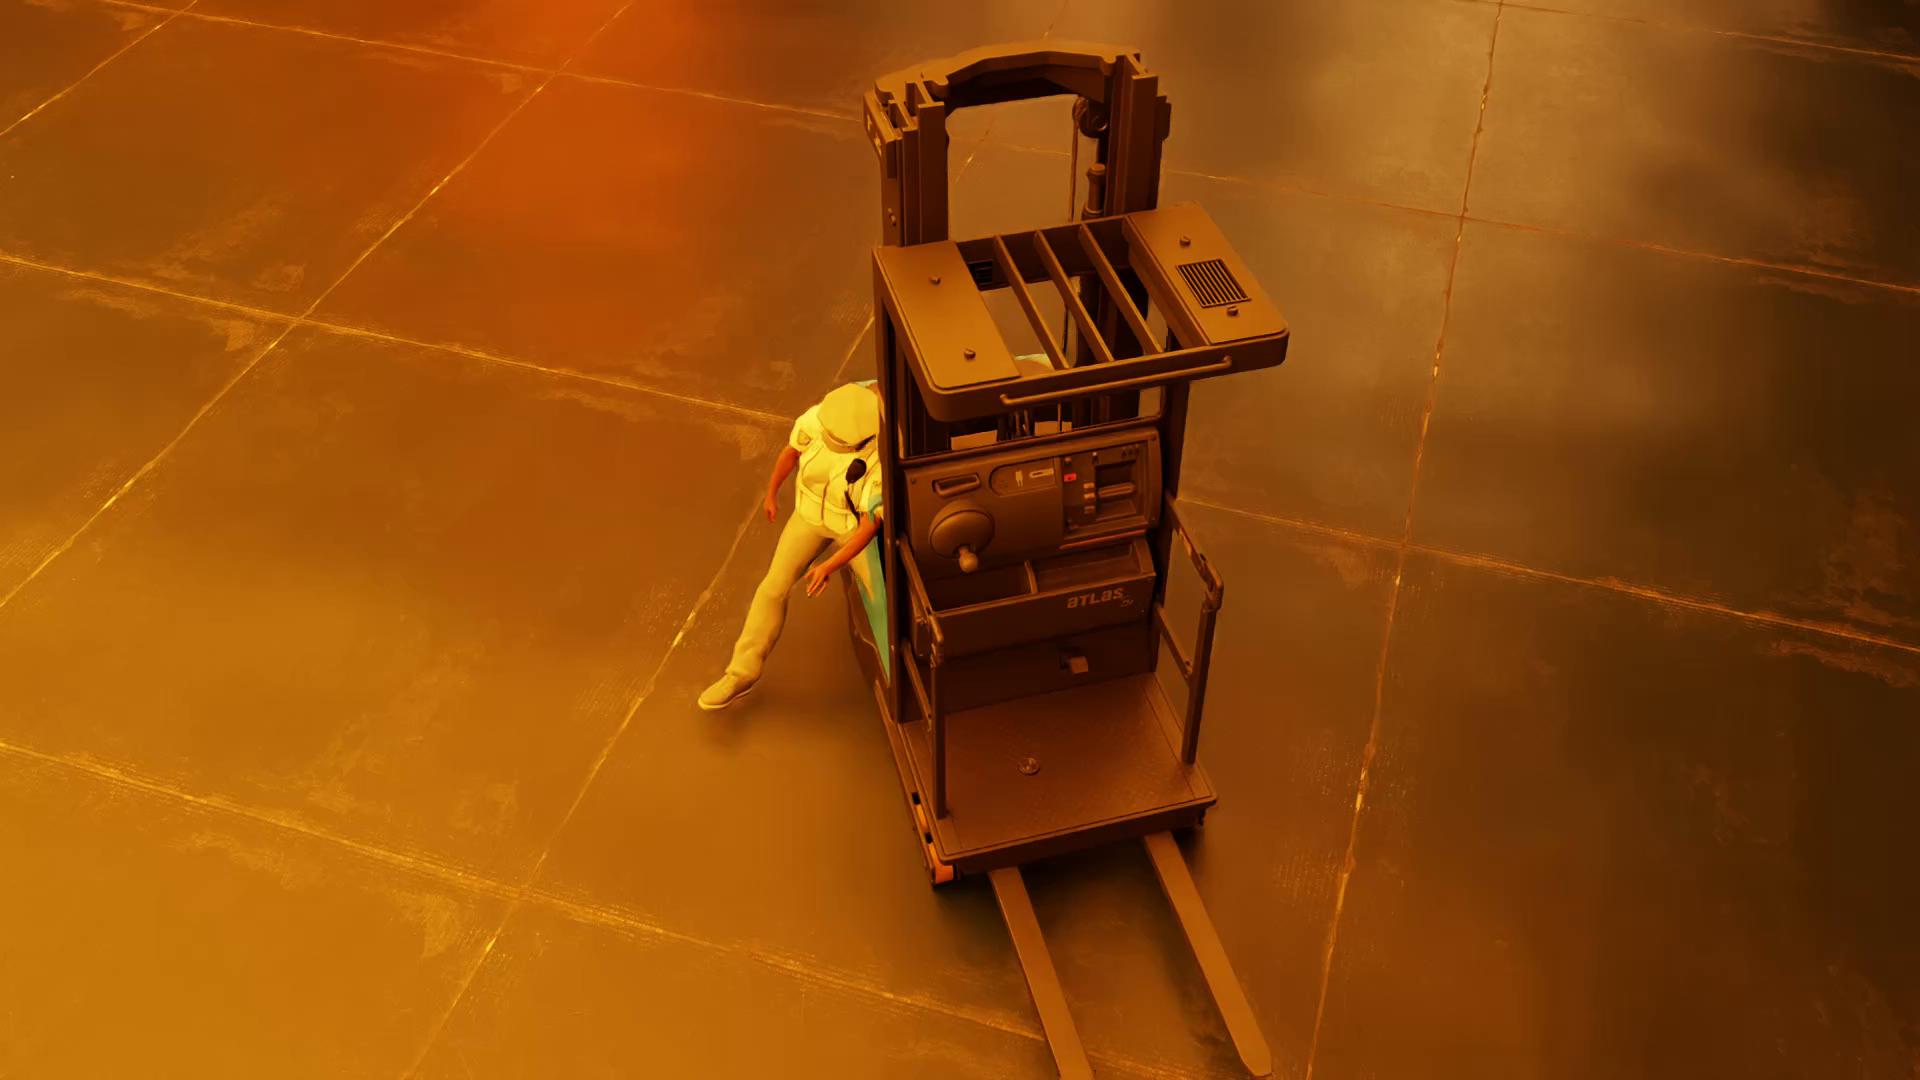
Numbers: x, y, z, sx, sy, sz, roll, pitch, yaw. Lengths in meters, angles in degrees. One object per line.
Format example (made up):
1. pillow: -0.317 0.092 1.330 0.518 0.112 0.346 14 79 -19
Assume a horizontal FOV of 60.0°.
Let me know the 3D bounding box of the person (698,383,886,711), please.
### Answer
1. person: -0.483 0.067 6.629 0.940 1.413 1.027 19 46 20

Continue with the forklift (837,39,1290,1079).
1. forklift: 0.329 -0.051 5.744 1.130 2.935 3.031 -11 44 -11
